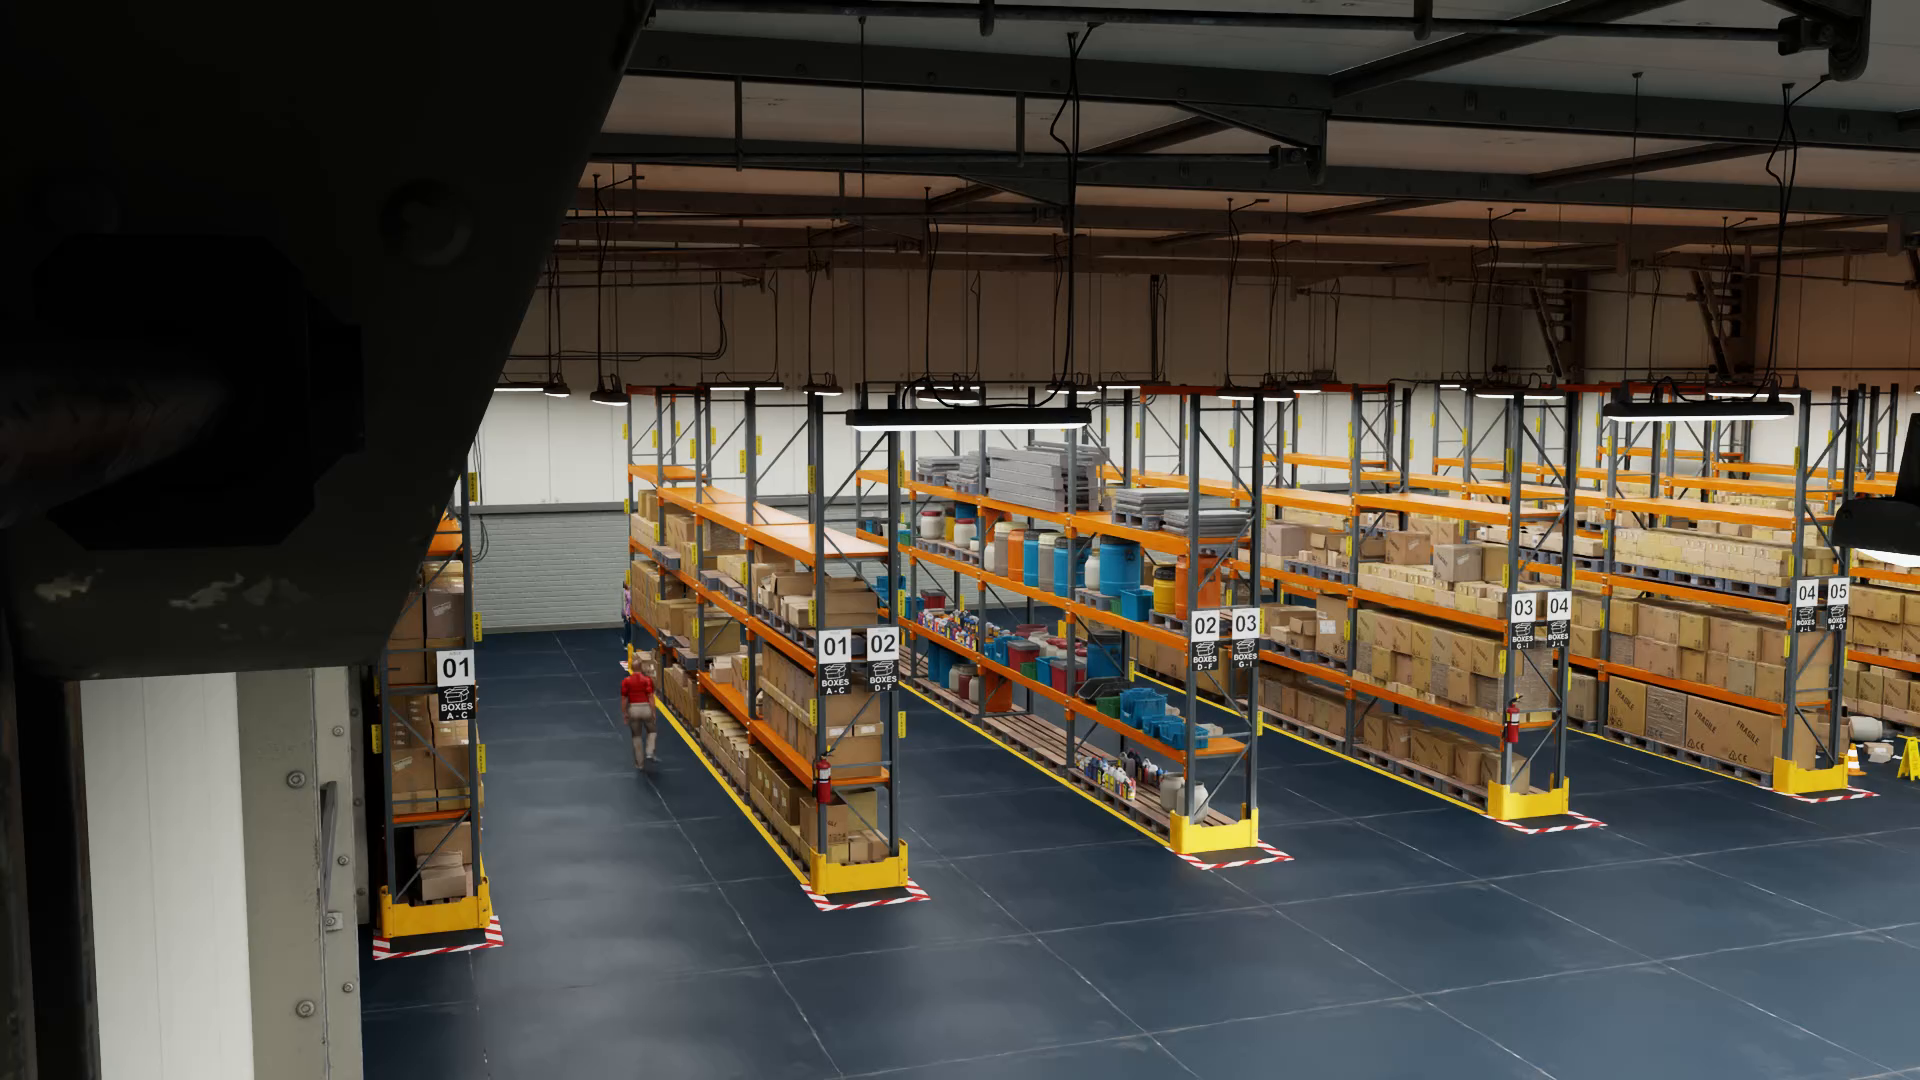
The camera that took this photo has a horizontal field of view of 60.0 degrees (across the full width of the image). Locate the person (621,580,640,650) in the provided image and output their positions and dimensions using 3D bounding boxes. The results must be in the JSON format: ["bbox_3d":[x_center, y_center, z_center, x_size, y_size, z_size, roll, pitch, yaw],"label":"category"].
[{"bbox_3d":[-7.432,1.674,37.280,0.422,1.590,0.427,3,6,25],"label":"person"}]

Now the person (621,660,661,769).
[{"bbox_3d":[-5.048,2.759,26.288,0.599,1.715,0.494,-1,6,-11],"label":"person"}]
